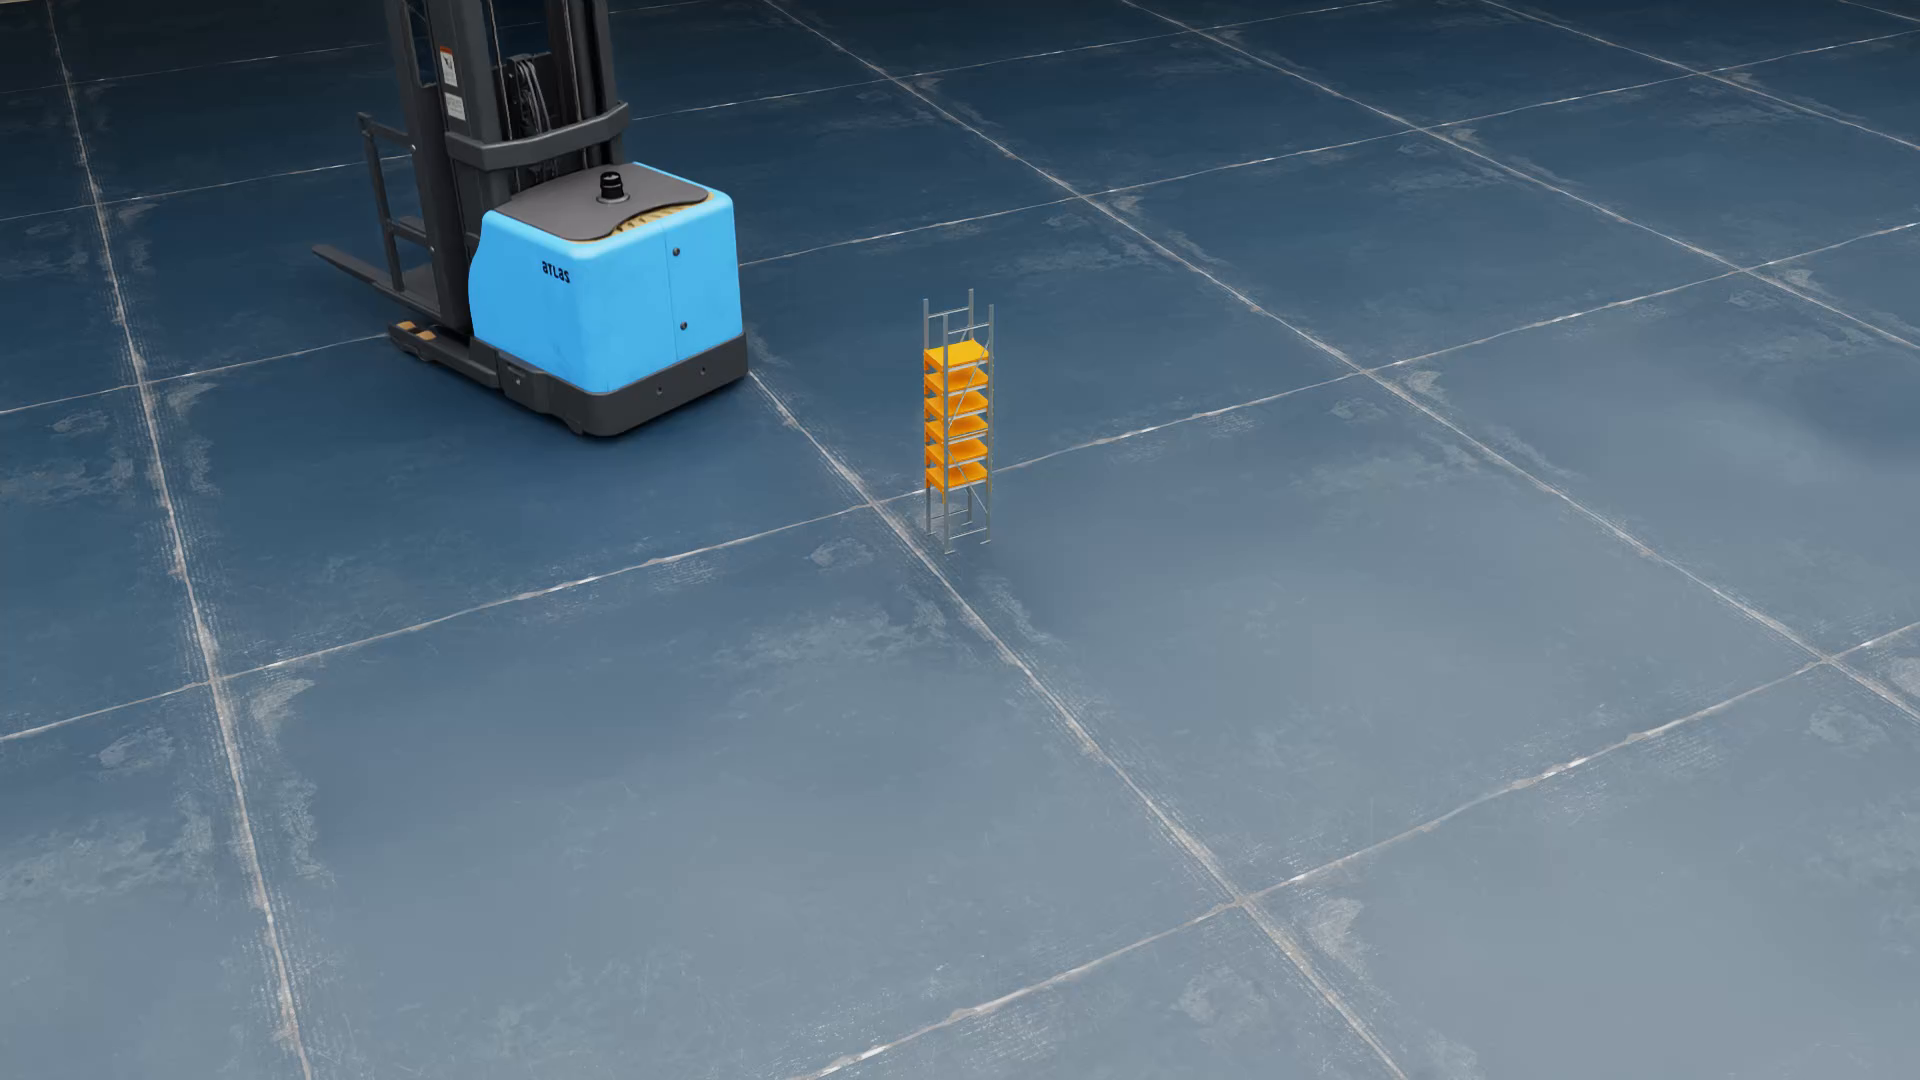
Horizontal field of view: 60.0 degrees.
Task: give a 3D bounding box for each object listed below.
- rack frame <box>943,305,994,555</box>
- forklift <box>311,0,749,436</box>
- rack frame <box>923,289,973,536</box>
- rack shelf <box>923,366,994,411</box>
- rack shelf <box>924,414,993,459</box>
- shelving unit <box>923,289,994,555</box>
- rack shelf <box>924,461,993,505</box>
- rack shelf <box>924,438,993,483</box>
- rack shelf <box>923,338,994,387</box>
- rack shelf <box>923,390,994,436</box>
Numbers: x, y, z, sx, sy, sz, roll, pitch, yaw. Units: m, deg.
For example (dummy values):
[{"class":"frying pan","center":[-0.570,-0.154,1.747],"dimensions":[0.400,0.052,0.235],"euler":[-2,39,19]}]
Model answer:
[{"class":"rack frame","center":[0.036,-0.468,7.369],"dimensions":[0.240,1.200,0.006],"euler":[-16,36,-23]},{"class":"forklift","center":[-2.593,-2.425,8.818],"dimensions":[3.031,2.935,1.130],"euler":[25,40,34]},{"class":"rack frame","center":[-0.049,-0.556,7.505],"dimensions":[0.240,1.200,0.006],"euler":[-16,36,-23]},{"class":"rack shelf","center":[-0.007,-0.677,7.332],"dimensions":[0.258,0.103,0.180],"euler":[-16,36,-23]},{"class":"rack shelf","center":[-0.007,-0.475,7.461],"dimensions":[0.258,0.103,0.180],"euler":[-16,36,-23]},{"class":"shelving unit","center":[-0.007,-0.512,7.437],"dimensions":[0.258,1.200,0.189],"euler":[-16,36,-23]},{"class":"rack shelf","center":[-0.007,-0.273,7.591],"dimensions":[0.258,0.103,0.180],"euler":[-16,36,-23]},{"class":"rack shelf","center":[-0.007,-0.374,7.526],"dimensions":[0.258,0.103,0.180],"euler":[-16,36,-23]},{"class":"rack shelf","center":[-0.007,-0.778,7.267],"dimensions":[0.258,0.103,0.180],"euler":[-16,36,-23]},{"class":"rack shelf","center":[-0.007,-0.576,7.396],"dimensions":[0.258,0.103,0.180],"euler":[-16,36,-23]}]
